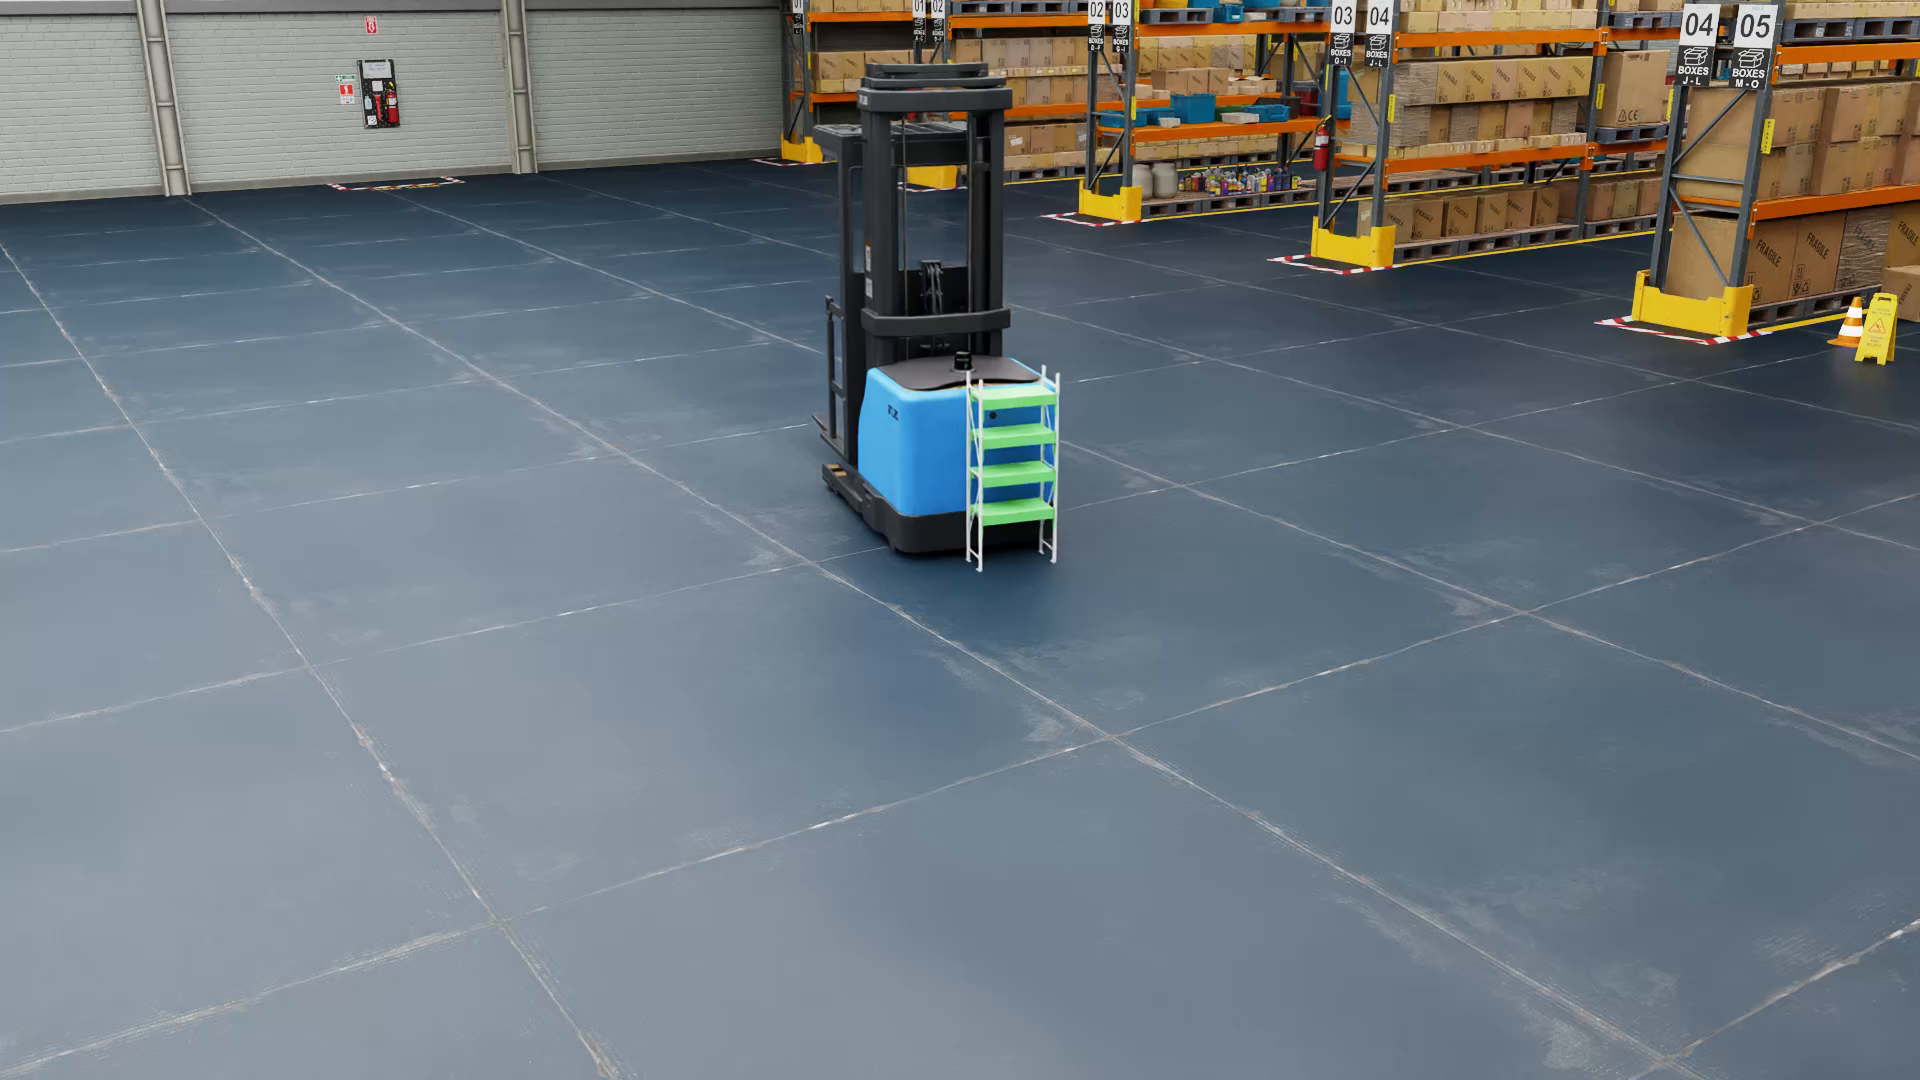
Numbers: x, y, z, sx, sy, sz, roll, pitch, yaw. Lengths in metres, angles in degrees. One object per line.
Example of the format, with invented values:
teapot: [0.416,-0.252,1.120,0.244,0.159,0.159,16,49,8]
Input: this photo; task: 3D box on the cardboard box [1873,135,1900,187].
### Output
cardboard box: [9.682,-4.196,18.238,0.550,0.550,0.875,-12,22,-31]

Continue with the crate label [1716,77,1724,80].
crate label: [15.213,-9.136,33.253,0.303,0.233,0.416,-12,22,-31]

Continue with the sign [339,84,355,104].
sign: [-10.716,-7.794,29.060,0.234,0.329,0.001,-12,22,-31]

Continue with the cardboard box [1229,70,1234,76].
cardboard box: [6.057,-10.696,38.062,0.250,0.149,0.380,-12,22,-31]

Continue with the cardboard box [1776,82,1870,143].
cardboard box: [8.888,-4.476,17.382,0.550,0.550,0.875,-12,22,-31]

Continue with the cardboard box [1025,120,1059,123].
cardboard box: [1.463,-7.432,30.511,0.500,0.500,0.500,-12,22,-31]

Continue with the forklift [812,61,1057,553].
forklift: [-0.343,-1.742,11.321,1.130,2.935,3.031,-6,20,-18]

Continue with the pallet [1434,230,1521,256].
pallet: [6.741,-4.039,22.363,1.213,0.211,1.003,-12,22,-31]

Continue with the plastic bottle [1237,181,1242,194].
plastic bottle: [4.376,-5.538,26.126,0.097,0.201,0.097,0,19,0]

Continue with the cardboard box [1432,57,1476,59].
cardboard box: [6.541,-6.087,21.885,0.500,0.500,0.500,-12,22,-31]

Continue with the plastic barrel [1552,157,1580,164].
plastic barrel: [11.205,-7.427,30.650,0.708,0.901,0.600,-12,22,-31]

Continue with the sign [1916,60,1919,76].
sign: [15.291,-7.481,26.504,0.005,0.325,0.100,-12,22,-31]

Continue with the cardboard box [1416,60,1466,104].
cardboard box: [5.993,-5.772,20.951,0.500,0.500,0.500,-12,22,-31]

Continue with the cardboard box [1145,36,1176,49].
cardboard box: [4.440,-11.042,36.901,0.500,0.250,0.500,-12,22,-32]

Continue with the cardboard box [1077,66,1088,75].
cardboard box: [2.104,-8.468,29.939,0.250,0.149,0.380,-12,22,-32]

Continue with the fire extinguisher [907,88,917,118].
fire extinguisher: [-0.838,-7.717,29.007,0.183,0.674,0.296,-12,22,-31]

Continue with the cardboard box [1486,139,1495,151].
cardboard box: [6.773,-5.185,21.789,0.250,0.149,0.380,-12,22,-31]

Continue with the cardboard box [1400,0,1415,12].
cardboard box: [5.319,-6.525,20.290,0.250,0.149,0.380,-12,22,-32]

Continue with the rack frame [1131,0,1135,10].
rack frame: [2.238,-9.166,23.807,0.127,3.000,1.000,-12,22,-31]

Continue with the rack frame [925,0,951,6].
rack frame: [-0.483,-10.492,27.728,0.127,3.000,1.000,-12,22,-31]

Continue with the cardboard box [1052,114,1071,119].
cardboard box: [2.004,-9.112,36.230,0.500,0.500,0.700,-12,22,-32]

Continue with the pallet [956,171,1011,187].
pallet: [0.132,-6.475,29.567,1.213,0.211,1.003,-12,22,-31]

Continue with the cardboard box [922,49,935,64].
cardboard box: [-0.509,-9.717,33.836,0.500,0.500,0.500,-12,22,-32]

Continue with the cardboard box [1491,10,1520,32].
cardboard box: [6.782,-6.637,21.243,0.500,0.250,0.500,-11,22,-30]

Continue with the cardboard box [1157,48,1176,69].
cardboard box: [4.460,-10.688,37.024,0.500,0.500,0.500,-11,22,-30]

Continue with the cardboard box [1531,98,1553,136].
cardboard box: [7.456,-5.751,22.452,0.500,0.500,0.875,-12,22,-31]

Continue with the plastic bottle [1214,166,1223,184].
plastic bottle: [4.163,-5.843,26.794,0.185,0.351,0.144,-12,22,-32]

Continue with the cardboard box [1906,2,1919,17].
cardboard box: [9.755,-5.533,17.325,0.250,0.149,0.380,-12,22,-32]

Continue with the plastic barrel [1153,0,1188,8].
plastic barrel: [3.120,-8.268,24.885,0.600,0.588,0.600,0,19,0]

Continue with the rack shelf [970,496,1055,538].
rack shelf: [0.318,-0.145,10.249,0.480,0.148,0.258,-6,20,-18]

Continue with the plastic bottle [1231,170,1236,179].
plastic bottle: [4.416,-5.844,26.922,0.097,0.271,0.097,0,19,0]

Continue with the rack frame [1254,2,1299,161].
rack frame: [6.198,-9.059,32.857,0.127,3.000,1.000,-12,22,-31]

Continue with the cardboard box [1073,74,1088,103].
cardboard box: [2.053,-8.227,30.241,0.500,0.500,0.700,-12,22,-32]

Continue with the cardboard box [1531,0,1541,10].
cardboard box: [7.282,-6.937,21.509,0.250,0.149,0.380,-11,22,-29]

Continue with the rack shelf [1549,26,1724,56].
rack shelf: [9.973,-7.136,23.610,4.000,0.370,1.077,-12,22,-31]

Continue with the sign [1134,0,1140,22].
sign: [2.537,-7.602,23.849,0.005,0.325,0.100,-12,22,-31]

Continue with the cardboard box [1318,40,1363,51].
cardboard box: [9.130,-11.711,40.233,0.700,0.700,0.980,-12,22,-32]

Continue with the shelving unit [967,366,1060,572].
shelving unit: [0.318,-0.433,10.152,0.503,1.200,0.258,-6,20,-18]

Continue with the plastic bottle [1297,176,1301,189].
plastic bottle: [5.447,-5.764,26.794,0.097,0.201,0.097,0,19,0]

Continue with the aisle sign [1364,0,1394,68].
aisle sign: [5.075,-6.140,20.163,0.004,0.787,0.394,-12,22,-31]

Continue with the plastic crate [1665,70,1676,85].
plastic crate: [13.144,-8.587,31.267,0.583,0.464,0.402,-12,22,-31]

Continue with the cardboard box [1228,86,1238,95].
cardboard box: [5.164,-8.700,32.188,0.250,0.149,0.380,-10,21,-27]

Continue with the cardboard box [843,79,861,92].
cardboard box: [-2.203,-9.009,32.912,0.500,0.250,0.500,-13,22,-33]

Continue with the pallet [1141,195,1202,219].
pallet: [2.957,-5.171,25.710,1.213,0.211,1.003,-12,22,-31]

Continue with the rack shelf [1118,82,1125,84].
rack shelf: [1.800,-9.690,35.848,4.000,0.370,1.077,-12,22,-31]

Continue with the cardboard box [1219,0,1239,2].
cardboard box: [4.938,-10.318,31.476,0.500,0.250,0.500,-12,22,-32]

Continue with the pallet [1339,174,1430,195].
pallet: [7.233,-6.073,28.378,1.213,0.211,1.003,-12,22,-31]

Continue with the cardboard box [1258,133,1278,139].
cardboard box: [5.896,-8.063,32.673,0.500,0.311,0.500,-11,22,-30]

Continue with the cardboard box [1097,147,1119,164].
cardboard box: [2.590,-7.111,30.732,0.500,0.250,0.500,-12,22,-31]

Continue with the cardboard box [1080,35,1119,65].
cardboard box: [2.490,-8.937,30.313,0.500,0.500,0.700,-12,22,-31]

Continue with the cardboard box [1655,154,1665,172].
cardboard box: [10.663,-5.566,24.570,0.500,0.250,0.500,-9,21,-25]

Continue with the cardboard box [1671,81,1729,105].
cardboard box: [10.803,-6.424,24.251,0.500,0.500,0.700,-8,20,-23]

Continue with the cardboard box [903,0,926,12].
cardboard box: [-1.027,-10.808,33.160,0.500,0.500,0.500,-13,23,-33]

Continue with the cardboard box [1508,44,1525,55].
cardboard box: [11.807,-10.655,35.862,0.500,0.500,0.500,-11,22,-30]

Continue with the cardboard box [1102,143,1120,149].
cardboard box: [3.044,-7.401,31.592,0.500,0.250,0.500,-12,22,-32]

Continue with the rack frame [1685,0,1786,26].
rack frame: [7.605,-6.497,15.912,0.127,3.000,1.000,-12,22,-31]
